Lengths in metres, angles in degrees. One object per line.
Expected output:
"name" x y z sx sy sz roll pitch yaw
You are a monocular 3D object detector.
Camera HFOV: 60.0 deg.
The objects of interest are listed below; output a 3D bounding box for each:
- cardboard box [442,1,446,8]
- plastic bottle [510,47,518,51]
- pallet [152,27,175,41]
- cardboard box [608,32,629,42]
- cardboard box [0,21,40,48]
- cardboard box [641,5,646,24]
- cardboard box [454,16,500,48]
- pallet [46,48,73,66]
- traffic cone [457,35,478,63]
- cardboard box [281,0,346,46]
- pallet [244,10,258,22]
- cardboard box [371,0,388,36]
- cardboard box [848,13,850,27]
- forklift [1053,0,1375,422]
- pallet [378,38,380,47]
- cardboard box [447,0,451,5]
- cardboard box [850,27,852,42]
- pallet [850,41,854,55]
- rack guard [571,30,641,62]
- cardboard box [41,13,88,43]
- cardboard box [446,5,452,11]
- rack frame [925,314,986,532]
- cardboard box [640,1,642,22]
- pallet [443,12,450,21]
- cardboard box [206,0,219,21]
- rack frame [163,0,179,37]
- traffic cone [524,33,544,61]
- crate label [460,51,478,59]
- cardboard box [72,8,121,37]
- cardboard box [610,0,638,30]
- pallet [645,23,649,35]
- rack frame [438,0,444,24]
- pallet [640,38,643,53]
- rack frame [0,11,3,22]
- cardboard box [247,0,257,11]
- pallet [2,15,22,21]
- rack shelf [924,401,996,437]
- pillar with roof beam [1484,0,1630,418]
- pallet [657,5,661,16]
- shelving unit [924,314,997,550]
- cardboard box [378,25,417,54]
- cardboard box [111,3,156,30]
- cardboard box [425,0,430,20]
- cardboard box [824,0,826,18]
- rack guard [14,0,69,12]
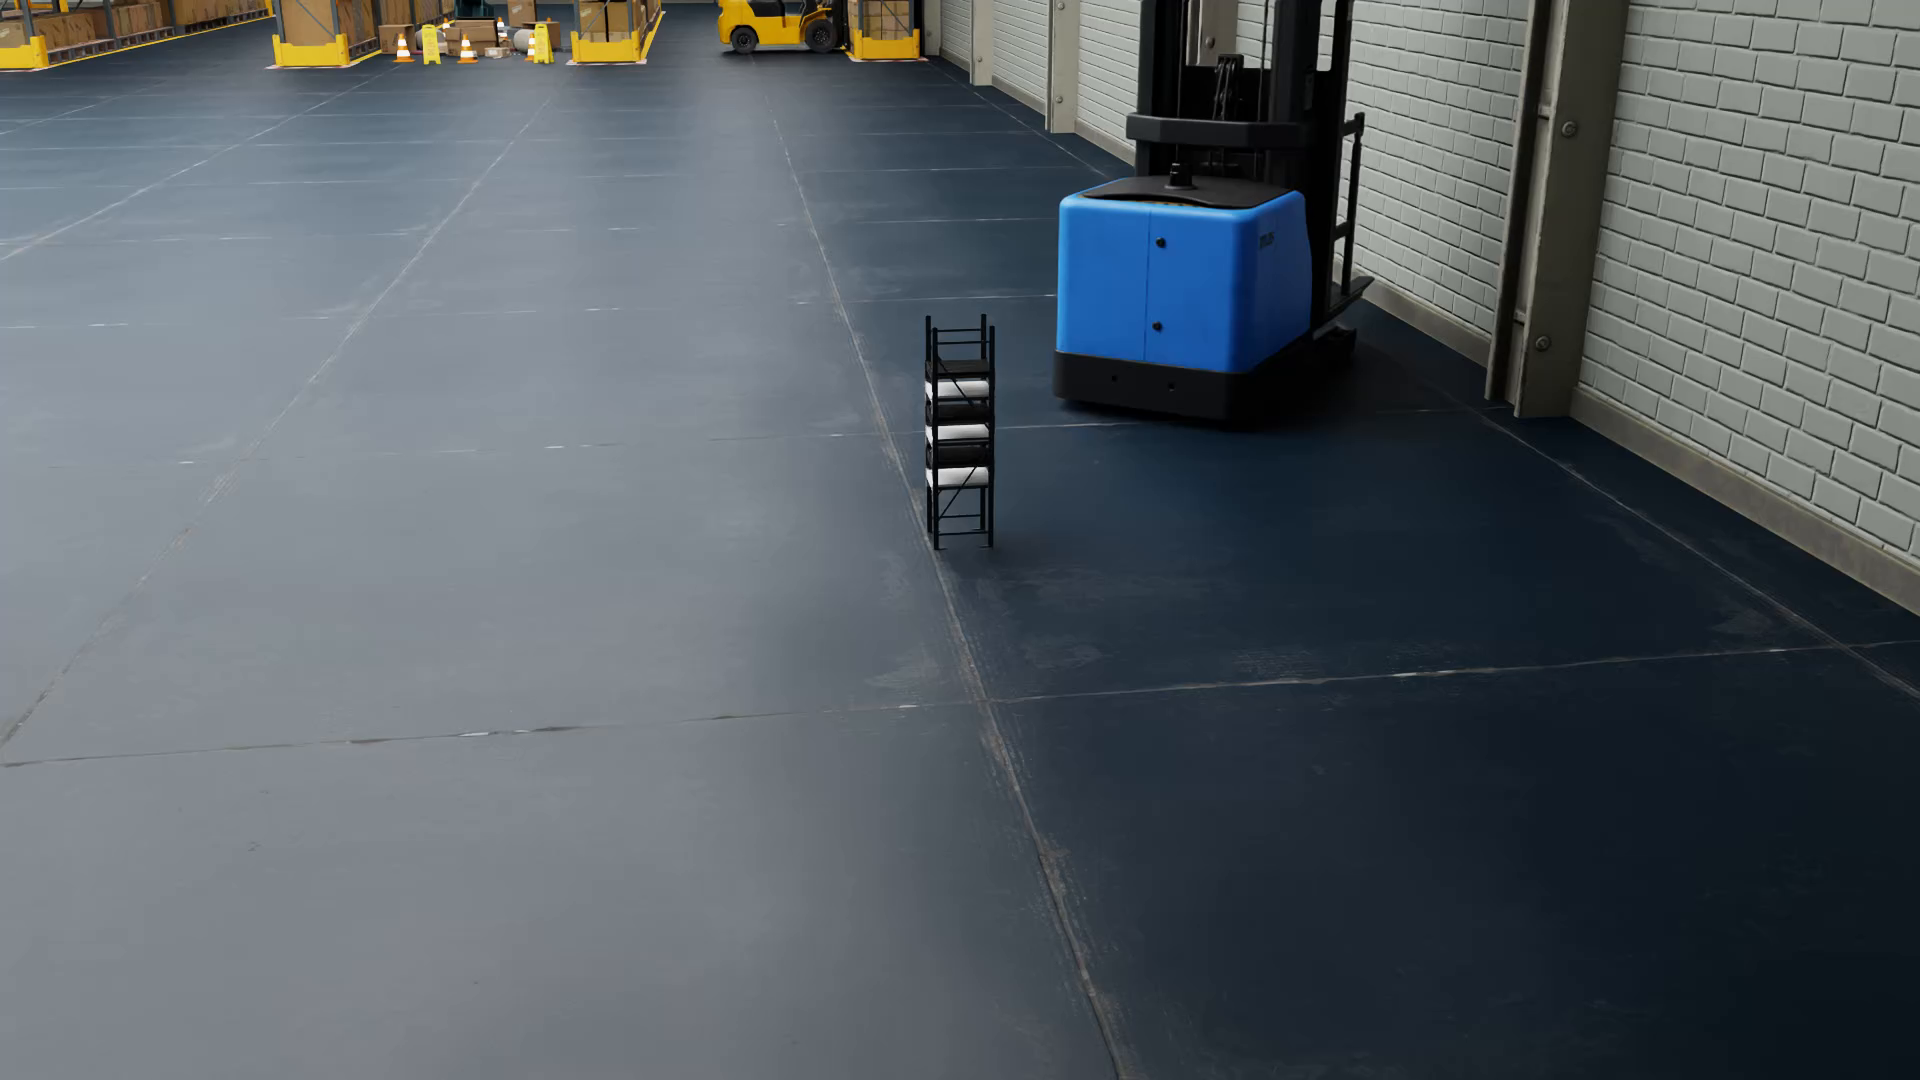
"cardboard box" -12.583 -12.878 39.958 0.380 0.149 0.250 -2 21 -5
"plastic bottle" -8.480 -9.333 31.616 0.133 0.061 0.283 1 20 2
"pallet" -17.082 -10.559 34.685 1.003 0.211 1.213 -3 21 -8
"cardboard box" -6.077 -9.068 30.036 0.500 0.250 0.500 -3 21 -8
"cardboard box" -16.114 -8.609 28.450 0.500 0.500 0.500 1 20 2
"cardboard box" -7.316 -11.405 36.121 0.950 0.372 0.625 -4 21 -11
"cardboard box" -9.135 -9.564 31.409 0.797 0.637 0.503 -3 21 -8
"pallet" -16.133 -8.369 28.822 1.003 0.211 1.213 -3 21 -8
"traffic cone" -8.622 -8.587 29.047 0.336 0.463 0.334 -3 21 -8
"cardboard box" -11.281 -9.014 28.999 0.875 0.875 0.875 -3 21 -7
"pallet" -17.982 -12.905 40.966 1.003 0.211 1.213 -3 21 -8
"cardboard box" -11.873 -10.319 32.673 1.050 0.750 0.750 -3 21 -8
"cardboard box" -1.859 -9.765 31.189 0.500 0.250 0.500 -3 21 -9
"forklift" 1.614 -2.419 9.004 1.130 2.935 3.031 11 23 26
"pallet" -11.880 -9.923 32.983 1.003 0.211 1.213 -3 21 -8
"cardboard box" -12.805 -13.324 41.153 0.380 0.149 0.250 -3 21 -8
"cardboard box" -1.765 -9.345 30.780 0.500 0.250 0.500 -3 21 -8
"pallet" -1.474 -9.074 30.708 1.003 0.211 1.213 -3 21 -8
"rack guard" -6.245 -8.721 29.351 1.175 0.500 0.348 -3 21 -8
"cardboard box" -16.509 -9.438 30.671 0.500 0.500 0.500 4 21 9
"cardboard box" -12.809 -13.187 41.209 0.380 0.149 0.250 -3 21 -9
"rack frame" -0.016 -0.460 6.660 0.240 0.900 0.006 -3 21 -8
"cardboard box" -6.460 -10.319 32.316 0.500 0.500 0.500 -3 21 -9
"pallet" -12.979 -12.660 40.311 1.003 0.211 1.213 -3 21 -8
"cardboard box" -17.529 -12.192 37.509 1.225 0.875 0.875 -4 21 -10
"rack frame" -17.194 -12.136 34.921 1.000 3.000 0.127 -3 21 -8
"traffic cone" -7.572 -8.761 29.512 0.336 0.463 0.334 -3 21 -8
"crate label" -8.797 -8.704 29.824 0.250 0.136 0.298 -15 25 -35
"cardboard box" -16.684 -10.000 32.146 0.700 0.500 0.500 -5 21 -12
"cardboard box" -6.160 -9.608 30.411 0.500 0.500 0.500 -4 21 -10
"pallet" -7.276 -11.059 36.023 1.003 0.211 1.213 -3 21 -8
"rack frame" -12.847 -13.736 39.206 1.000 3.000 0.127 -3 21 -8
"pallet" -6.500 -9.290 31.288 1.003 0.211 1.213 -3 21 -8
"rack frame" -22.671 -13.271 37.961 1.000 3.000 0.127 -3 21 -8
"cardboard box" -18.044 -13.574 41.210 0.875 0.875 0.875 -3 21 -8
"pallet" -22.816 -12.217 39.125 1.003 0.211 1.213 -3 21 -8
"rack shelf" -0.001 -0.477 6.546 0.258 0.077 0.200 -3 21 -8
"pillar with roof beam" -1.332 -4.688 6.405 9.100 9.000 0.400 -3 21 -8
"pallet" -8.348 -13.826 43.433 1.003 0.211 1.213 -3 21 -8
"shelving unit" -0.001 -0.424 6.566 0.258 0.900 0.210 -3 21 -8
"cardboard box" -10.455 -9.310 30.926 0.500 0.500 0.500 1 20 2
"cardboard box" -16.985 -10.748 34.151 0.700 0.500 0.500 -5 21 -12
"cardboard box" -12.275 -11.986 37.492 0.500 0.500 0.500 -3 21 -9
"cardboard box" -2.889 -12.403 38.610 0.500 0.500 0.500 -2 21 -5
"rack guard" -23.264 -13.492 42.127 1.175 0.500 0.348 -3 21 -8
